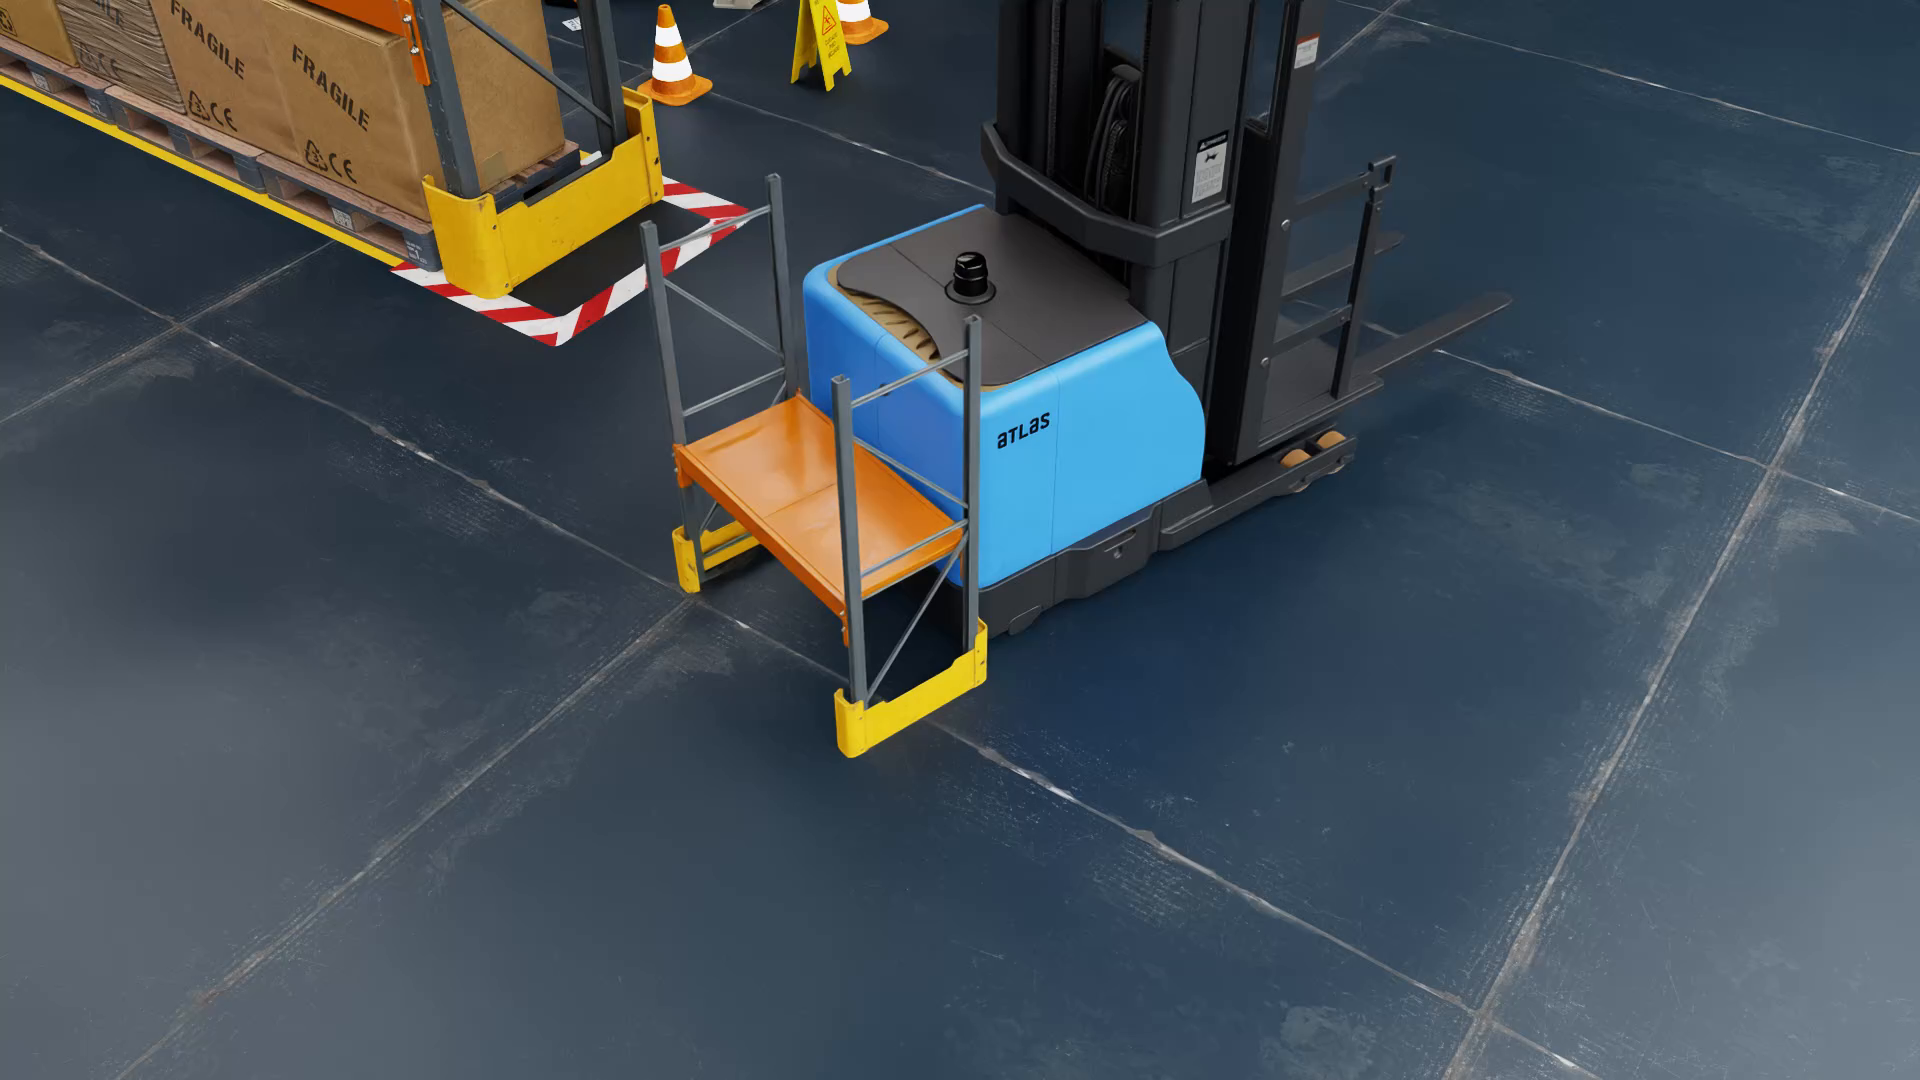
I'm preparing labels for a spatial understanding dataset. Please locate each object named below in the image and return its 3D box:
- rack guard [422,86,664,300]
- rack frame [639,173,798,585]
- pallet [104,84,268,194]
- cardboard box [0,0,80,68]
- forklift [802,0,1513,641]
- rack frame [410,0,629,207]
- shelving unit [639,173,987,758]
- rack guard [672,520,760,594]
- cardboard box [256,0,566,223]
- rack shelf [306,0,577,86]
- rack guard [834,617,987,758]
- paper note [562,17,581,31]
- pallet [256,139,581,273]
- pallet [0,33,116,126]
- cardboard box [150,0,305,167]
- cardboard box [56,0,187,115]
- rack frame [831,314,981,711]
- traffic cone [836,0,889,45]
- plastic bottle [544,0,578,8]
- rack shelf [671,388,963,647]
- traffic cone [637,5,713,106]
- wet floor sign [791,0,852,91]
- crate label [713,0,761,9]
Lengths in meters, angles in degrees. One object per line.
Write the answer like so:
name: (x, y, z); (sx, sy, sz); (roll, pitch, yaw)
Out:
rack guard: (-1.897, -1.632, 7.699); (0.348, 0.500, 1.175); (25, 48, 25)
rack frame: (-0.776, -0.502, 5.686); (0.500, 1.500, 0.032); (-28, 49, -28)
pallet: (-3.611, -2.264, 8.622); (1.213, 0.211, 1.003); (25, 48, 25)
cardboard box: (-4.717, -3.190, 8.844); (0.875, 0.875, 0.875); (26, 48, 26)
forklift: (0.935, -1.536, 5.768); (3.031, 2.935, 1.130); (-26, 48, -26)
rack frame: (-1.917, -2.573, 6.875); (0.127, 3.000, 1.000); (25, 48, 25)
shelving unit: (-0.466, -0.241, 5.395); (0.587, 1.500, 1.083); (-28, 49, -28)
rack guard: (-0.775, -0.035, 6.102); (0.587, 0.250, 0.087); (-28, 49, -28)
cardboard box: (-2.510, -2.161, 7.694); (0.875, 0.875, 0.875); (25, 48, 26)
rack shelf: (-3.555, -3.070, 7.971); (4.000, 0.370, 1.077); (25, 48, 25)
rack guard: (-0.156, 0.485, 5.521); (0.587, 0.250, 0.087); (-28, 49, -28)
paper note: (-2.192, -2.977, 9.555); (0.144, 0.017, 0.142); (-25, 48, -25)
pallet: (-2.617, -1.797, 8.100); (1.213, 0.211, 1.003); (25, 48, 25)
pallet: (-4.614, -2.731, 9.144); (1.213, 0.211, 1.003); (25, 48, 25)
cardboard box: (-3.232, -2.497, 8.069); (0.875, 0.875, 0.875); (24, 47, 25)
cardboard box: (-3.977, -2.847, 8.460); (0.875, 0.875, 0.875); (25, 48, 26)
rack frame: (-0.144, 0.029, 5.093); (0.500, 1.500, 0.032); (-28, 49, -28)
traffic cone: (-0.609, -3.092, 9.359); (0.334, 0.463, 0.336); (25, 48, 25)
plastic bottle: (-2.350, -3.196, 9.776); (0.283, 0.061, 0.133); (10, 43, 11)
rack shelf: (-0.460, -0.102, 5.509); (0.538, 0.185, 1.000); (-28, 49, -28)
traffic cone: (-1.537, -2.606, 8.815); (0.334, 0.463, 0.336); (25, 48, 25)
wet floor sign: (-0.757, -2.765, 8.856); (0.232, 0.644, 0.267); (17, 45, 18)
crate label: (-1.289, -3.238, 9.766); (0.298, 0.136, 0.250); (3, 42, 4)
